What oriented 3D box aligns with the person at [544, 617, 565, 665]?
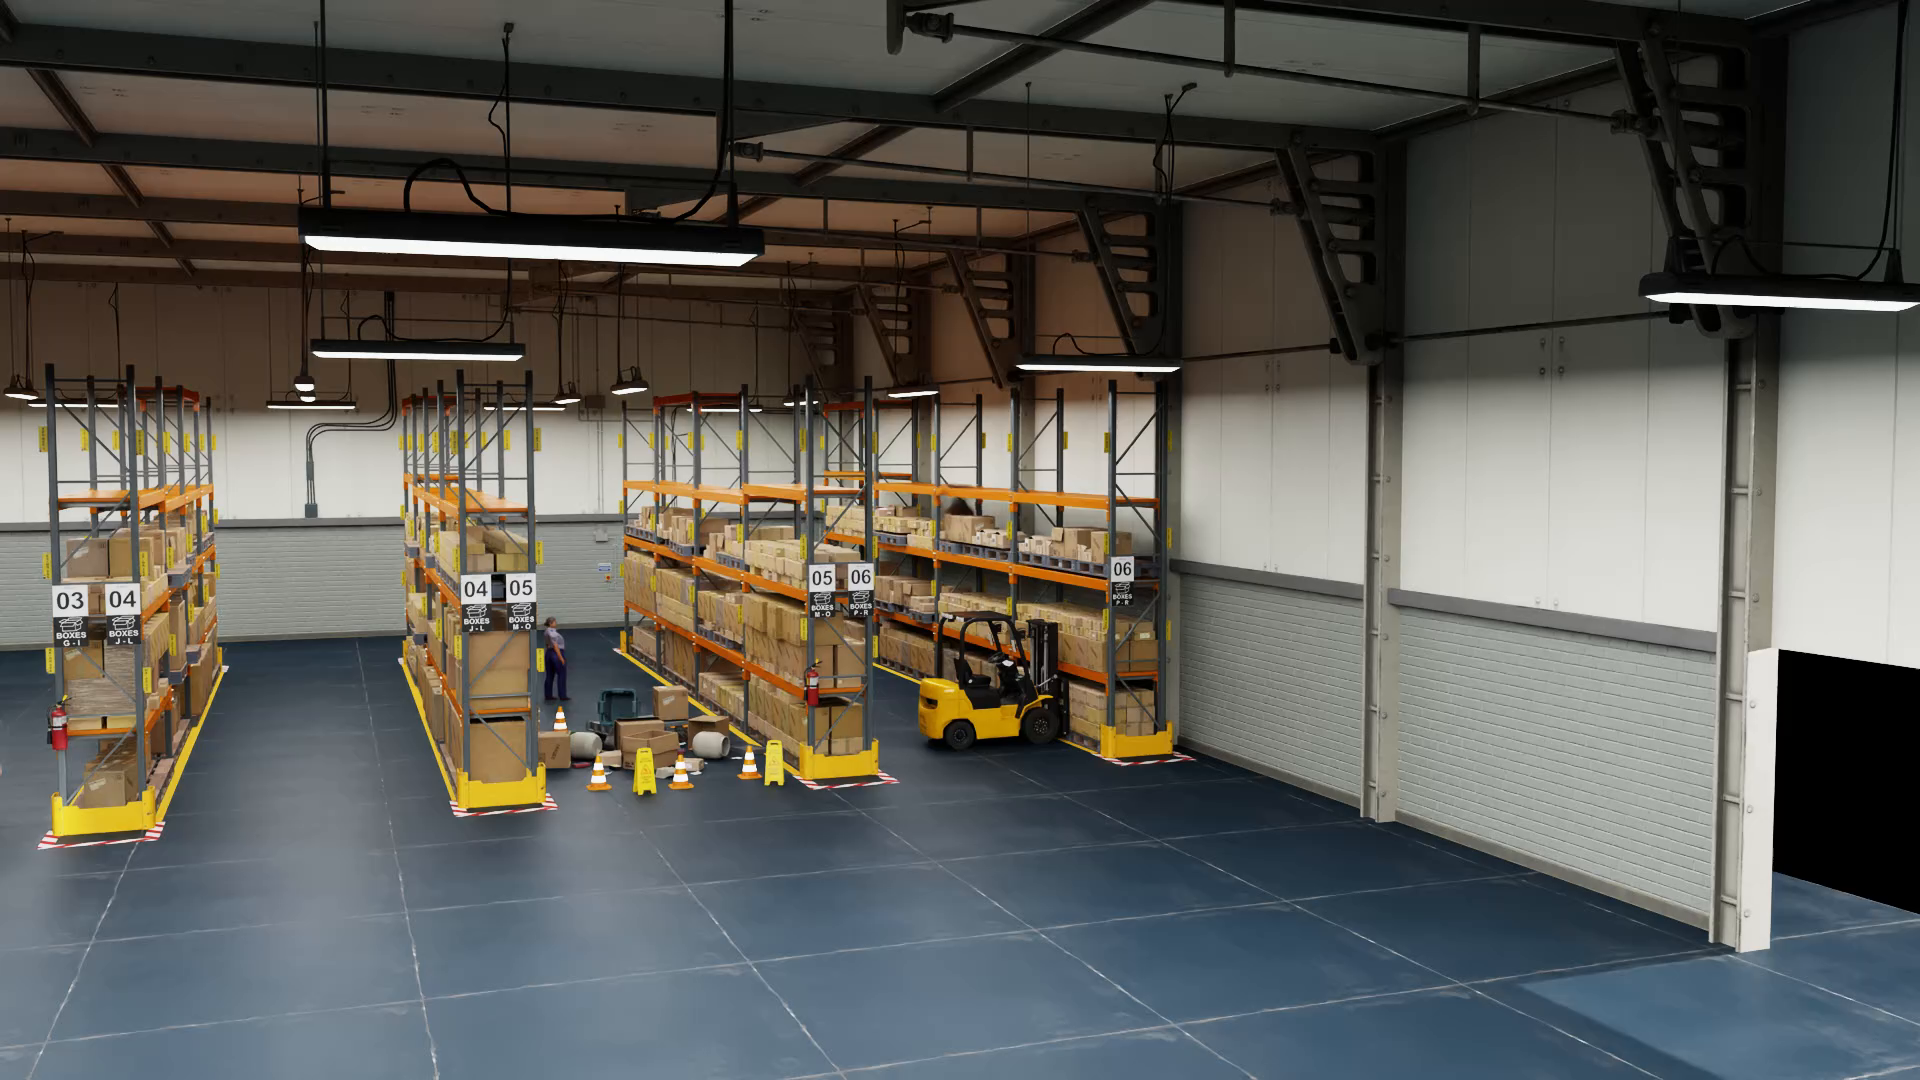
[{"bbox_3d":[-7.841,1.961,32.196,0.572,0.958,0.394,3,4,37],"label":"person"}]
